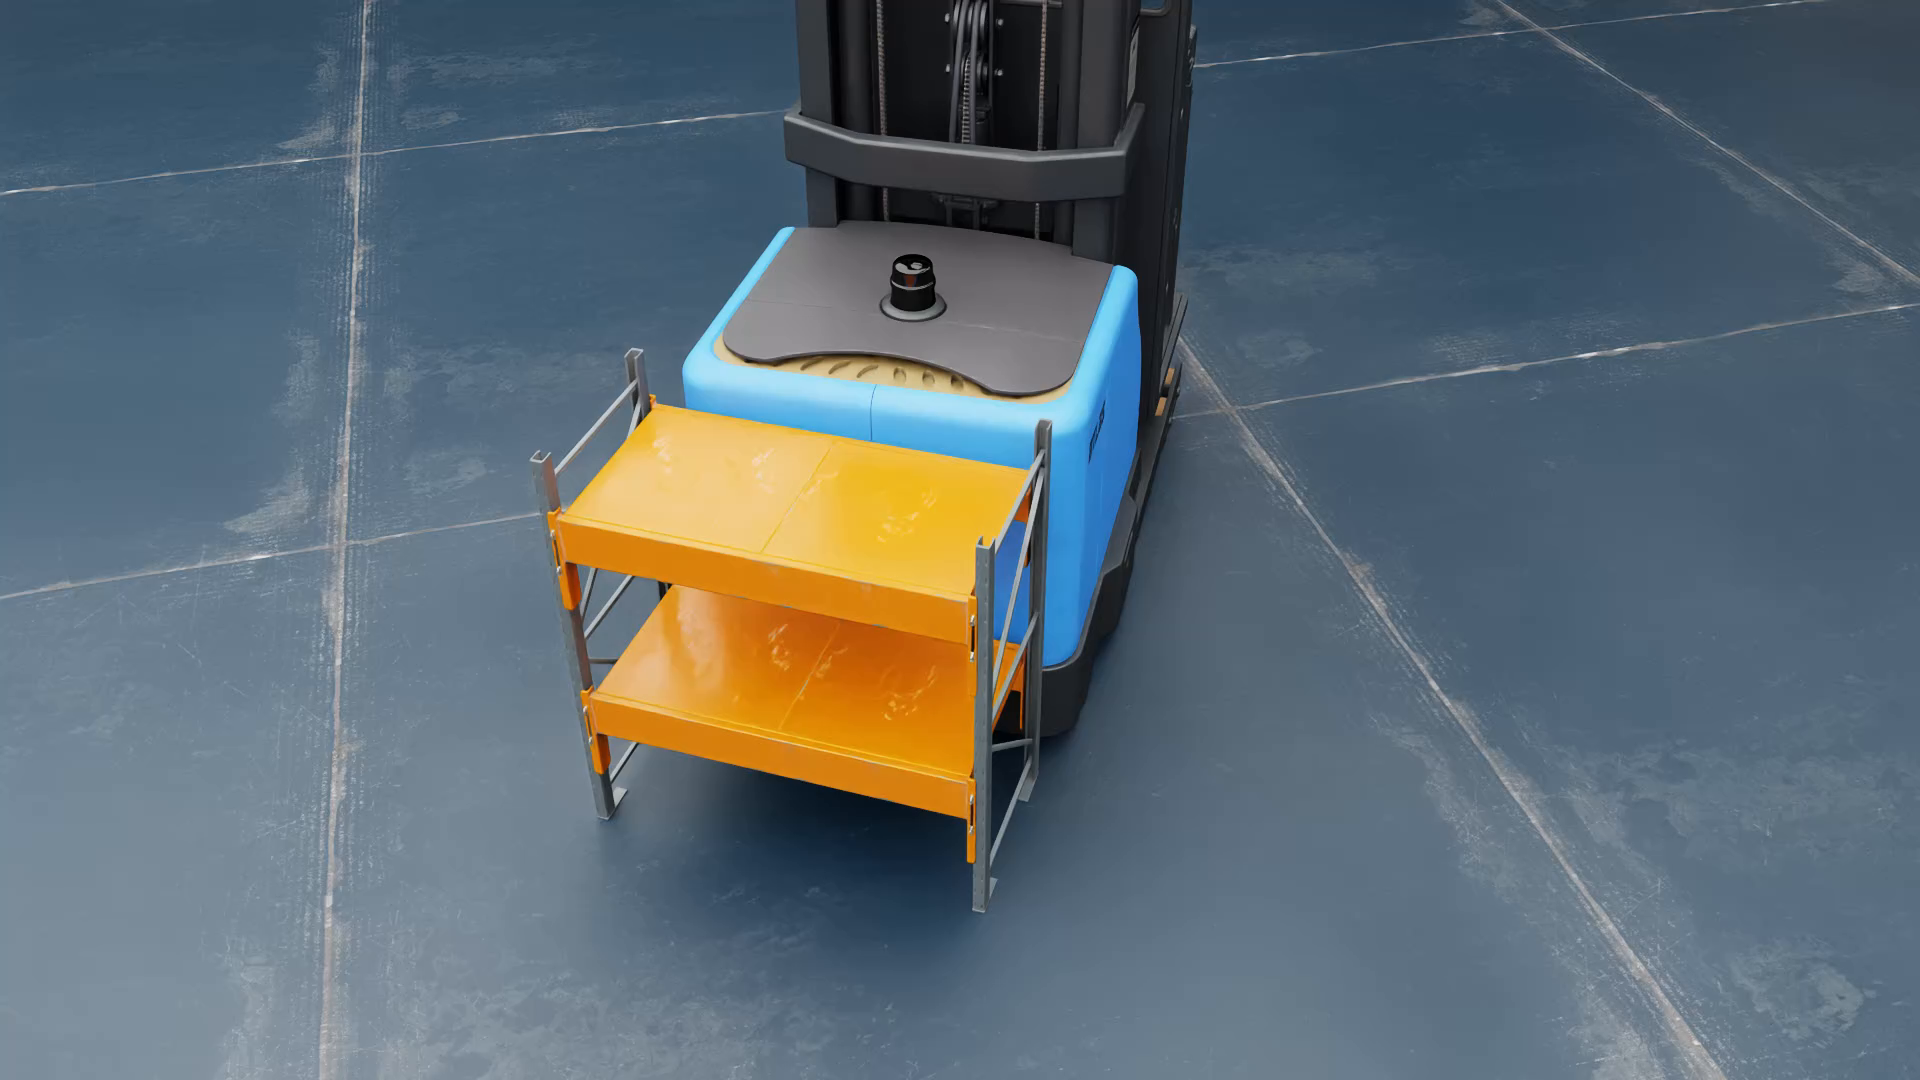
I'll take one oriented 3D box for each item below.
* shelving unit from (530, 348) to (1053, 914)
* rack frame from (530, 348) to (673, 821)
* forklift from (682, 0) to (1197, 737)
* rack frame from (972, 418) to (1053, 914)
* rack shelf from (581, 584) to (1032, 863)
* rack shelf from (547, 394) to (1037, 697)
[{"bbox_3d":[-0.365,0.225,4.030,1.048,1.125,0.538,11,39,14],"label":"shelving unit"},{"bbox_3d":[-0.849,0.132,4.152,0.032,1.125,0.500,11,39,14],"label":"rack frame"},{"bbox_3d":[0.153,-1.536,4.845,1.130,2.935,3.031,9,38,11],"label":"forklift"},{"bbox_3d":[0.120,0.318,3.909,0.032,1.125,0.500,11,39,14],"label":"rack frame"},{"bbox_3d":[-0.365,0.419,4.179,1.000,0.278,0.538,11,39,14],"label":"rack shelf"},{"bbox_3d":[-0.365,-0.008,3.853,1.000,0.278,0.538,11,39,14],"label":"rack shelf"}]
